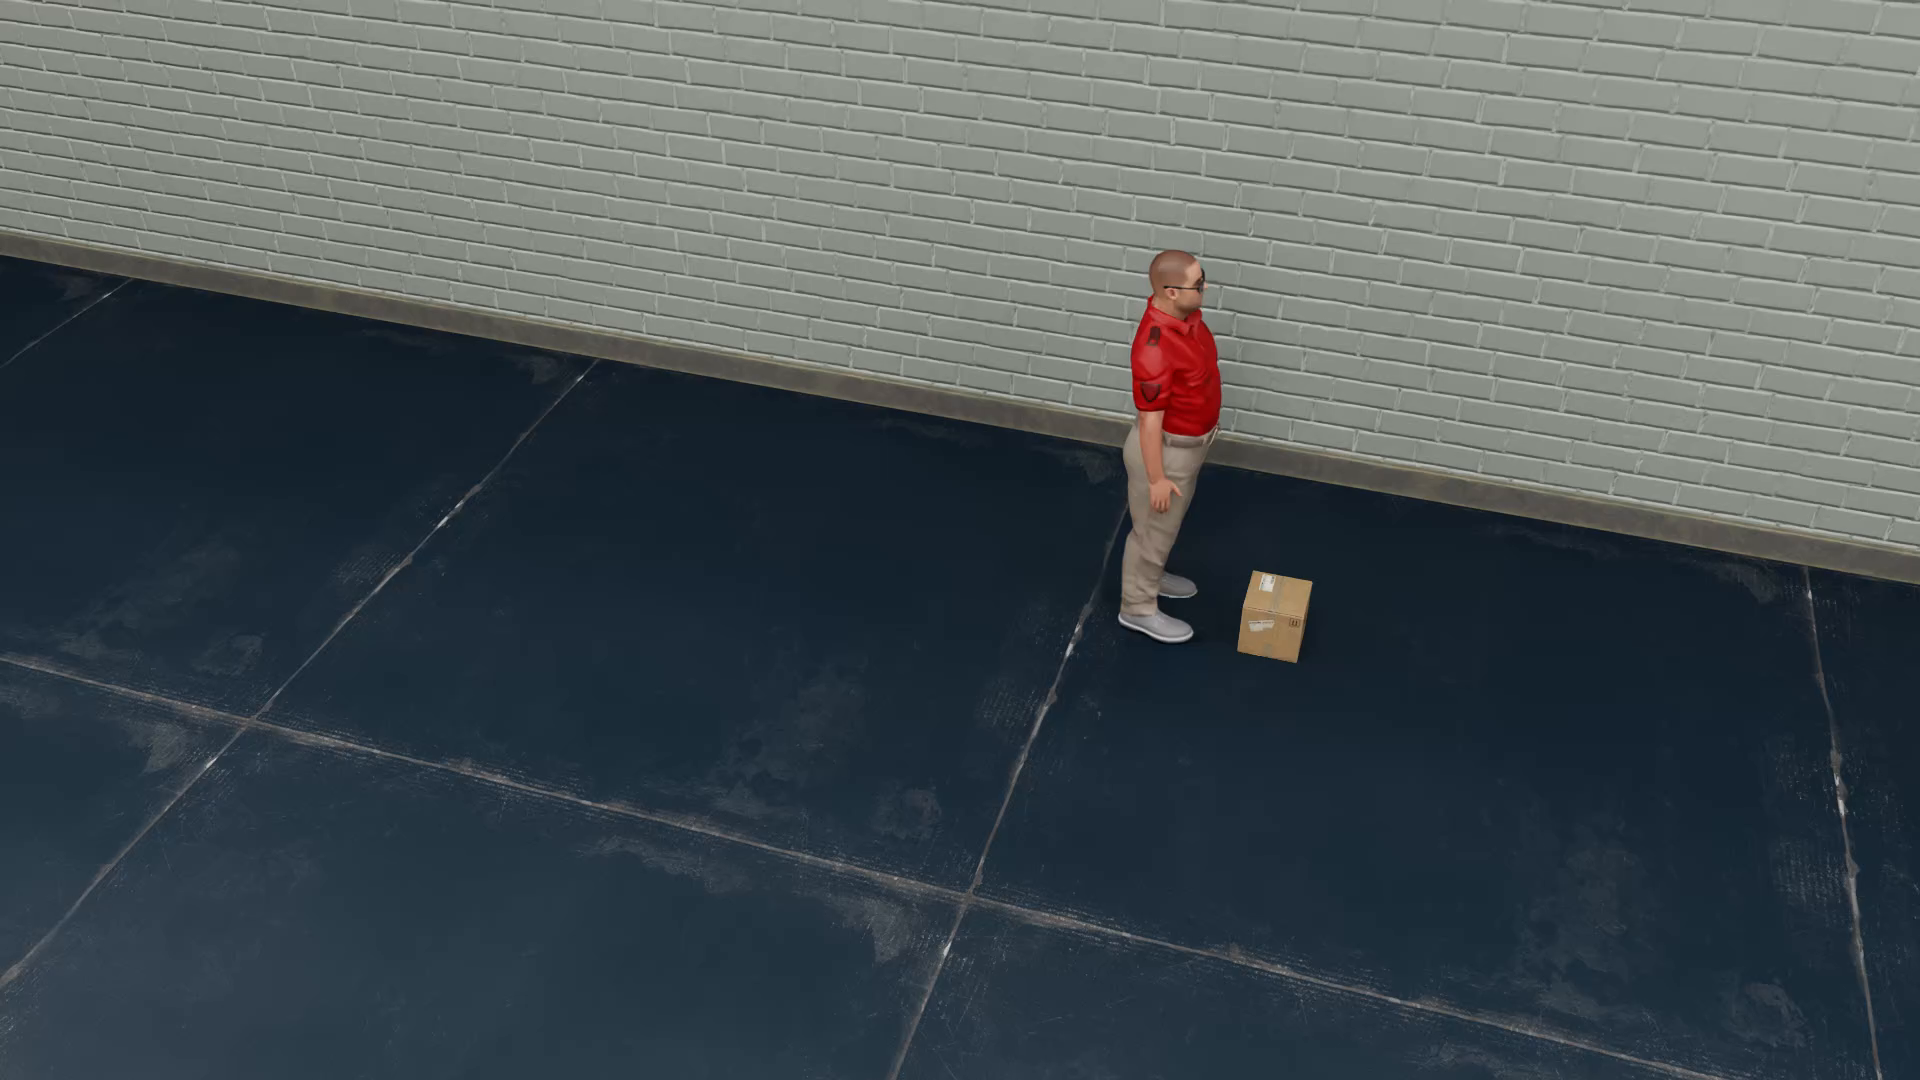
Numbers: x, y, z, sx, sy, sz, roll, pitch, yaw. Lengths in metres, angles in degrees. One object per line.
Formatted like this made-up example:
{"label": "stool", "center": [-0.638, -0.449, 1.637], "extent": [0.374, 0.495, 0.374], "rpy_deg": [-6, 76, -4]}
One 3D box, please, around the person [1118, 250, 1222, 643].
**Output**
{"label": "person", "center": [0.847, -0.360, 6.652], "extent": [0.369, 1.748, 0.544], "rpy_deg": [12, 38, 15]}
